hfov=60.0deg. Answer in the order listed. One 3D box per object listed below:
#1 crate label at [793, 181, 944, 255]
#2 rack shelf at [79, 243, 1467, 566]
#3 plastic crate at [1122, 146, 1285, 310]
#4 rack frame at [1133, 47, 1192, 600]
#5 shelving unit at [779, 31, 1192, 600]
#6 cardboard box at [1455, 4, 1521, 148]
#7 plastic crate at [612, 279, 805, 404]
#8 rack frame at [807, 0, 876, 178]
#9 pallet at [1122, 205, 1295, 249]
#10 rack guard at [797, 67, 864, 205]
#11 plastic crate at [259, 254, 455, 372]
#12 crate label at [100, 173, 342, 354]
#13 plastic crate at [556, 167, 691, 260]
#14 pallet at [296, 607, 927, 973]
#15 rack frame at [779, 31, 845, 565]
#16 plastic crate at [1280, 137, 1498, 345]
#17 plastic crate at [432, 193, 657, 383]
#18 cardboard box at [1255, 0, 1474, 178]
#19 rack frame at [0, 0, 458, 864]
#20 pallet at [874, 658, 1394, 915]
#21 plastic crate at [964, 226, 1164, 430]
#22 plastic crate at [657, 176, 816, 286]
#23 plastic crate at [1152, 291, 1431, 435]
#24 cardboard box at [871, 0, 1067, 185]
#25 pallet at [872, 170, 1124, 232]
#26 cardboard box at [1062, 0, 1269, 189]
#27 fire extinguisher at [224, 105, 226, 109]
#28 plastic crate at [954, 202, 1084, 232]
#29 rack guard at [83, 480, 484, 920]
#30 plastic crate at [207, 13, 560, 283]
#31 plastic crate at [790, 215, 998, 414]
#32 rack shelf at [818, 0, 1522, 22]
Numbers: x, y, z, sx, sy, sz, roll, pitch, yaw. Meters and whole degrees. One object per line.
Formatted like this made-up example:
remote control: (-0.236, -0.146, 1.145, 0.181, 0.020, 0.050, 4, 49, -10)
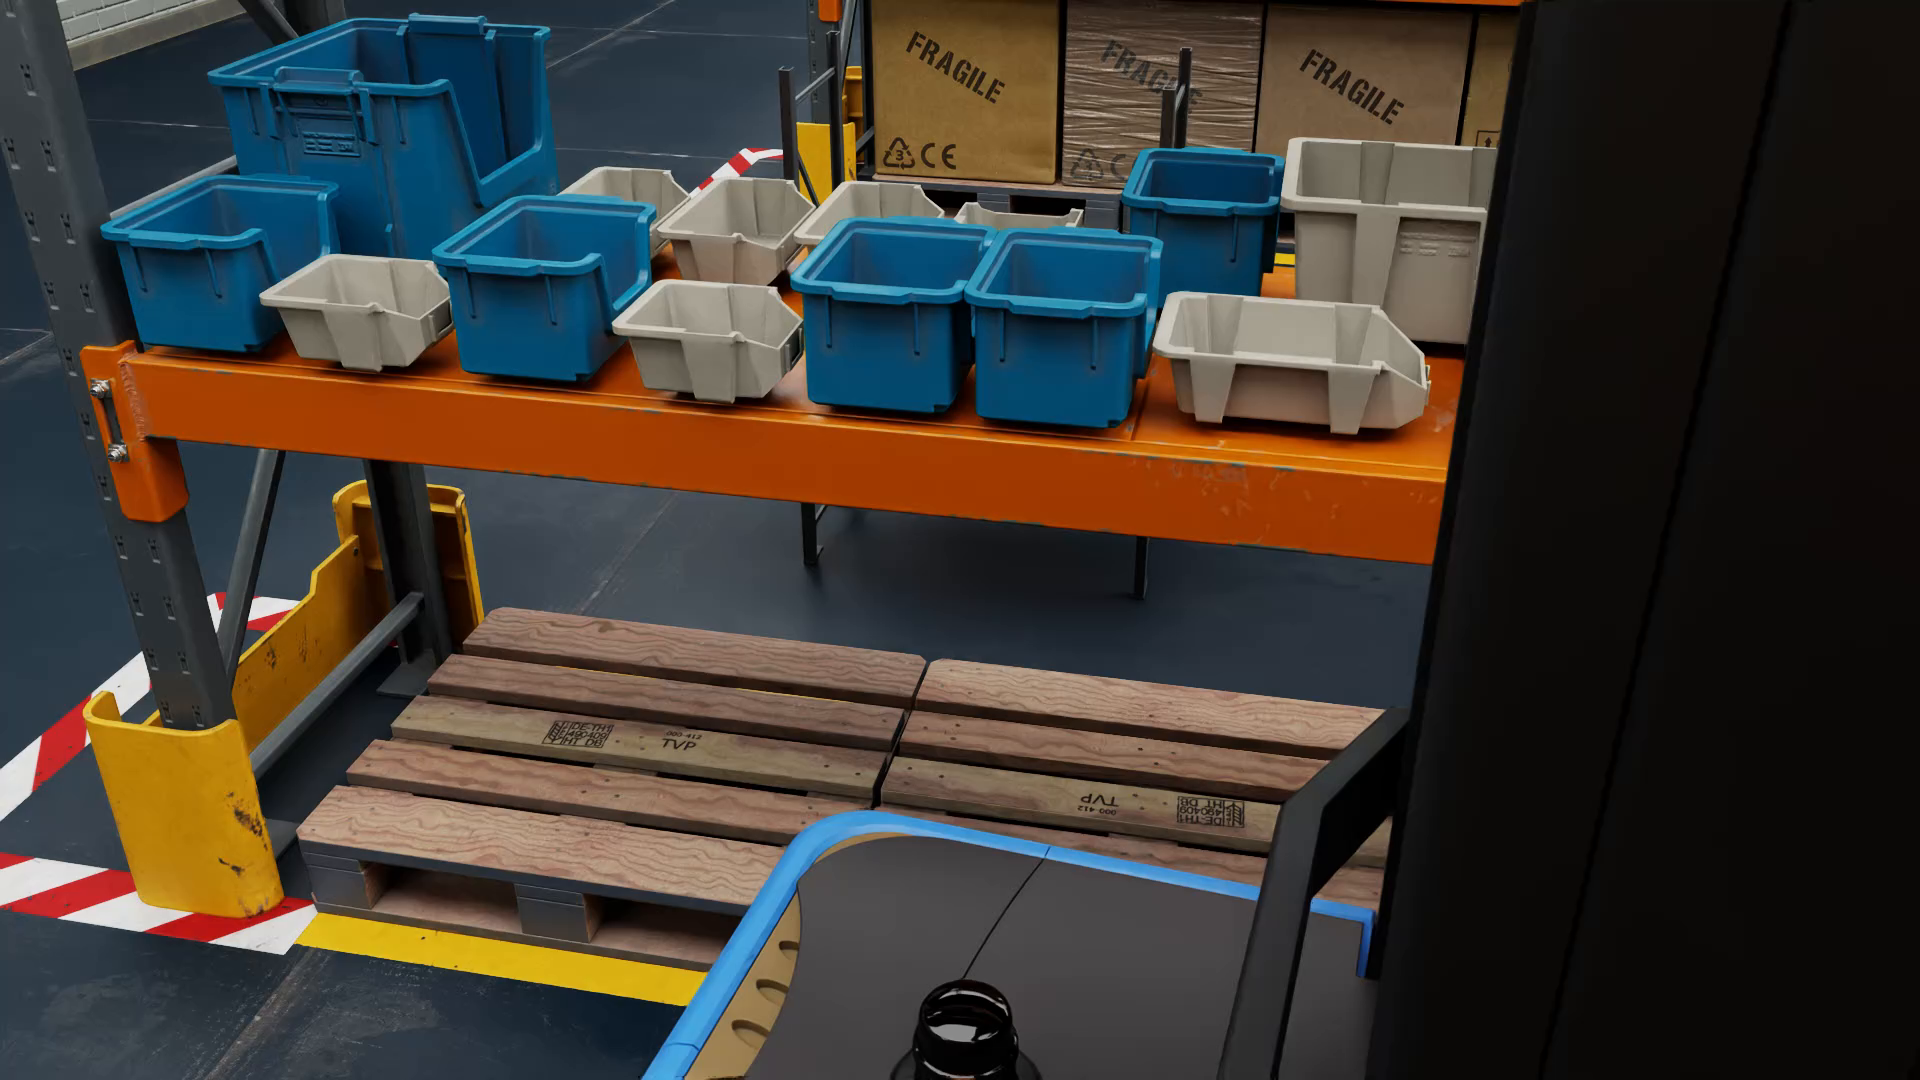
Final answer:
crate label: (-0.176, -0.621, 3.474, 0.243, 0.136, 0.396, 6, 29, 11)
rack shelf: (0.387, -0.244, 3.321, 4.000, 0.370, 1.077, 6, 29, 11)
plastic crate: (0.493, -0.627, 3.384, 0.300, 0.233, 0.416, 6, 29, 11)
rack frame: (0.581, -0.598, 4.781, 0.032, 1.500, 0.500, 6, 29, 11)
shelving unit: (0.083, -0.649, 4.874, 1.048, 1.500, 0.538, 6, 29, 11)
cardboard box: (2.748, -2.041, 7.629, 0.875, 0.875, 0.875, 6, 29, 11)
plastic crate: (-0.437, -0.352, 2.982, 0.298, 0.136, 0.250, 6, 29, 11)
rack frame: (-0.535, -3.086, 7.763, 0.127, 3.000, 1.000, 6, 29, 11)
pallet: (1.453, -1.696, 8.128, 1.213, 0.211, 1.003, 6, 29, 11)
rack guard: (-0.558, -1.992, 8.368, 0.348, 0.500, 1.175, 6, 29, 11)
plastic crate: (-1.100, -0.420, 3.106, 0.298, 0.136, 0.250, 6, 29, 11)
crate label: (-1.396, -0.533, 3.212, 0.303, 0.233, 0.416, 6, 29, 11)
plastic crate: (-0.734, -0.674, 3.569, 0.243, 0.136, 0.396, 6, 29, 11)
pallet: (-0.771, 0.564, 4.000, 1.213, 0.211, 1.003, 6, 29, 11)
rack frame: (-0.414, -0.700, 4.967, 0.032, 1.500, 0.500, 6, 29, 11)
plastic crate: (0.888, -0.573, 3.233, 0.530, 0.282, 0.437, 6, 29, 11)
plastic crate: (-0.753, -0.467, 3.092, 0.300, 0.233, 0.416, 6, 29, 11)
cardboard box: (1.868, -2.131, 7.794, 0.875, 0.875, 0.875, 6, 29, 11)
rack frame: (-1.569, -0.760, 3.514, 0.127, 3.000, 1.000, 6, 29, 11)
pallet: (0.419, 0.688, 3.774, 1.213, 0.211, 1.003, 6, 29, 11)
plastic crate: (0.185, -0.371, 2.916, 0.300, 0.233, 0.416, 6, 29, 11)
plastic crate: (-0.453, -0.638, 3.504, 0.243, 0.136, 0.396, 6, 29, 11)
plastic crate: (0.577, -0.303, 2.892, 0.466, 0.136, 0.293, 6, 29, 11)
cardboard box: (0.108, -2.311, 8.124, 0.875, 0.875, 0.875, 6, 29, 11)
pallet: (0.264, -1.819, 8.353, 1.213, 0.211, 1.003, 6, 29, 11)
cardboard box: (0.998, -2.220, 7.957, 0.875, 0.875, 0.875, 6, 29, 11)
fire extinguisher: (-1.622, -0.791, 4.040, 0.183, 0.674, 0.296, 6, 29, 11)
plastic crate: (0.118, -0.600, 3.435, 0.250, 0.136, 0.298, 6, 29, 11)
rack guard: (-1.595, 0.340, 4.108, 0.348, 0.500, 1.175, 6, 29, 11)
plastic crate: (-1.203, -0.856, 3.590, 0.499, 0.435, 0.616, 6, 29, 11)
plastic crate: (-0.109, -0.401, 2.971, 0.300, 0.233, 0.416, 6, 29, 11)
rack shelf: (1.421, -2.570, 7.569, 4.000, 0.370, 1.077, 6, 29, 11)
